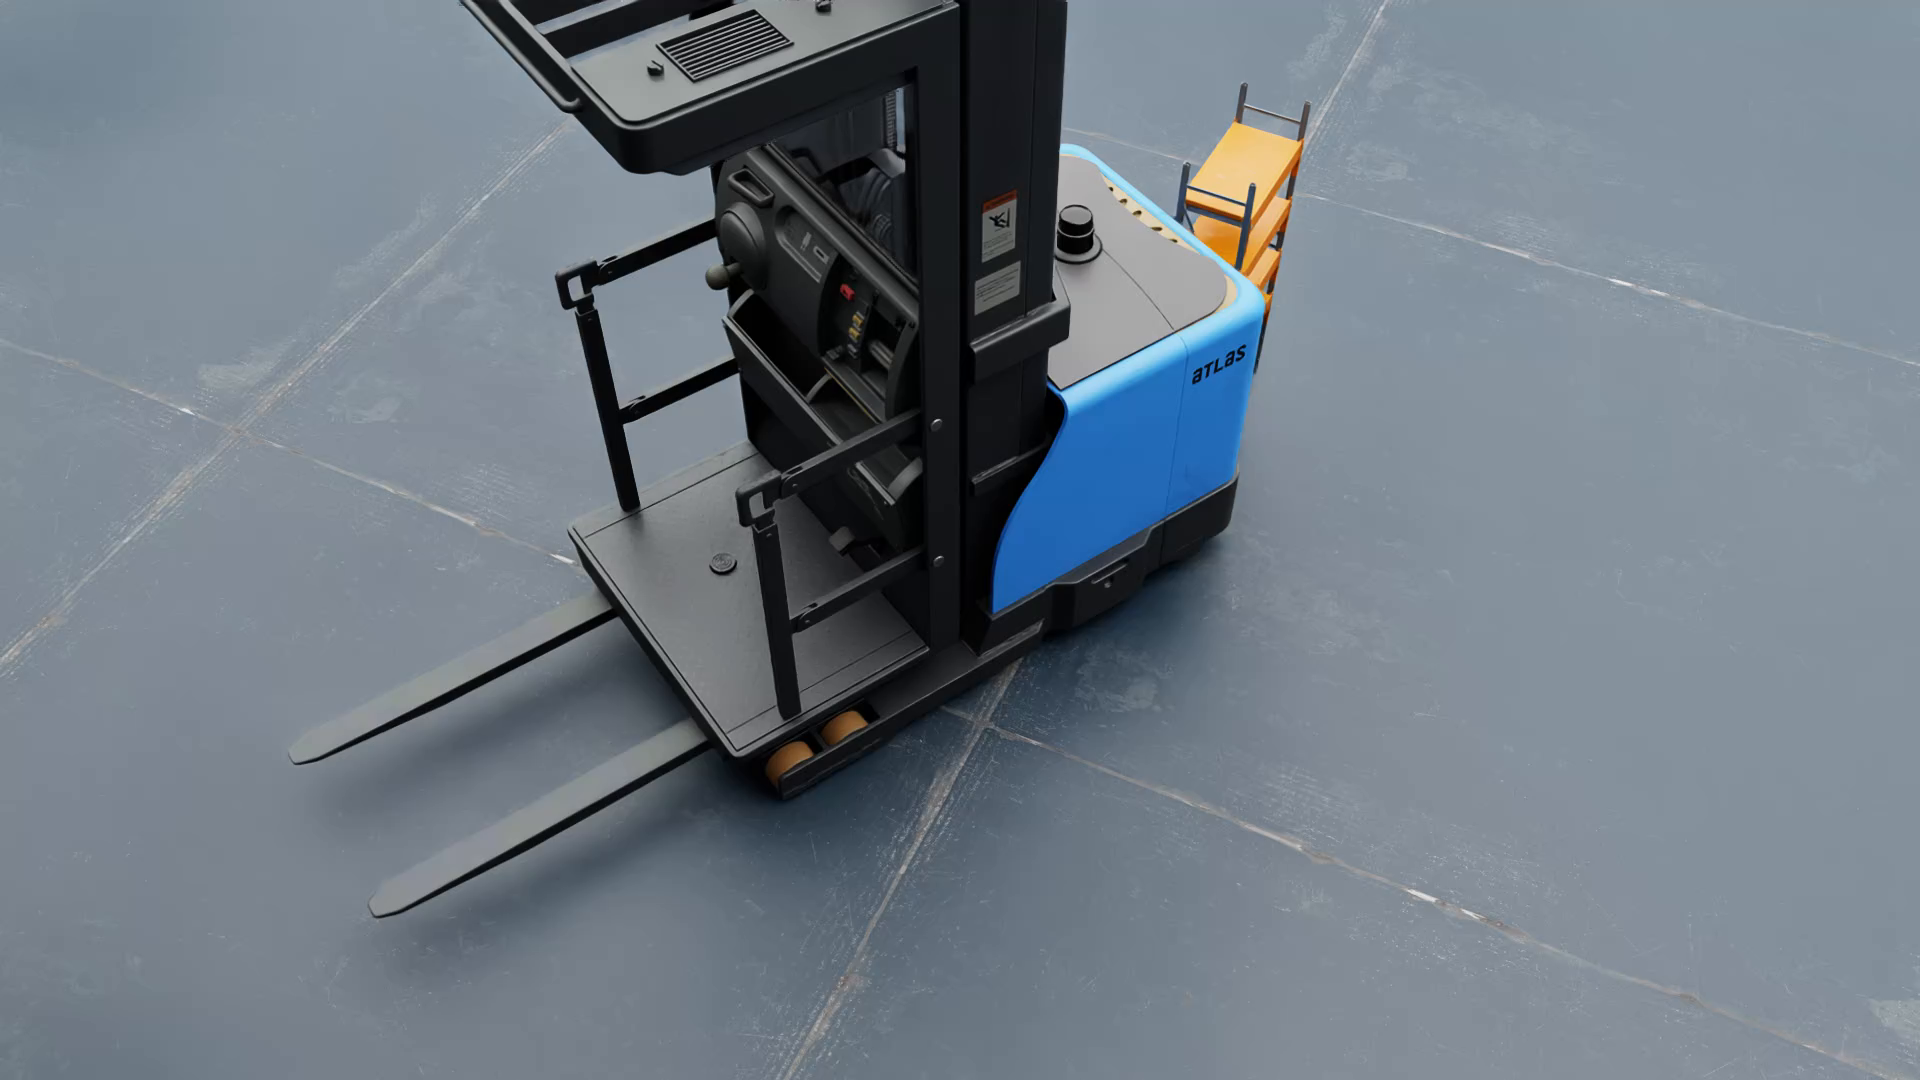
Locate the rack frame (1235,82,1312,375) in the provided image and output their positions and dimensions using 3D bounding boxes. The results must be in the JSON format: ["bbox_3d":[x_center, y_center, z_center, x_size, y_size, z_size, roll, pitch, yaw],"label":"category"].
[{"bbox_3d":[1.022,-1.063,5.865,0.240,1.200,0.015,22,52,17],"label":"rack frame"}]

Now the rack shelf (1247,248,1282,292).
[{"bbox_3d":[0.907,-0.857,5.774,0.258,0.148,0.480,22,52,17],"label":"rack shelf"}]

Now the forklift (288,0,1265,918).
[{"bbox_3d":[-0.565,-0.637,4.368,3.031,2.935,1.130,-28,55,-22],"label":"forklift"}]

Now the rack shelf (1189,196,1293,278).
[{"bbox_3d":[0.910,-1.003,5.605,0.258,0.148,0.480,22,52,17],"label":"rack shelf"}]

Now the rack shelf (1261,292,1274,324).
[{"bbox_3d":[0.905,-0.727,5.925,0.258,0.148,0.480,22,52,17],"label":"rack shelf"}]

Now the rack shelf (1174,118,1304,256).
[{"bbox_3d":[0.913,-1.157,5.426,0.258,0.148,0.480,22,52,17],"label":"rack shelf"}]

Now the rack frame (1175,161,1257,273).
[{"bbox_3d":[0.794,-0.738,5.582,0.240,1.200,0.015,22,52,17],"label":"rack frame"}]

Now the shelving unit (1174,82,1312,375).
[{"bbox_3d":[0.908,-0.901,5.723,0.258,1.200,0.503,22,52,17],"label":"shelving unit"}]
